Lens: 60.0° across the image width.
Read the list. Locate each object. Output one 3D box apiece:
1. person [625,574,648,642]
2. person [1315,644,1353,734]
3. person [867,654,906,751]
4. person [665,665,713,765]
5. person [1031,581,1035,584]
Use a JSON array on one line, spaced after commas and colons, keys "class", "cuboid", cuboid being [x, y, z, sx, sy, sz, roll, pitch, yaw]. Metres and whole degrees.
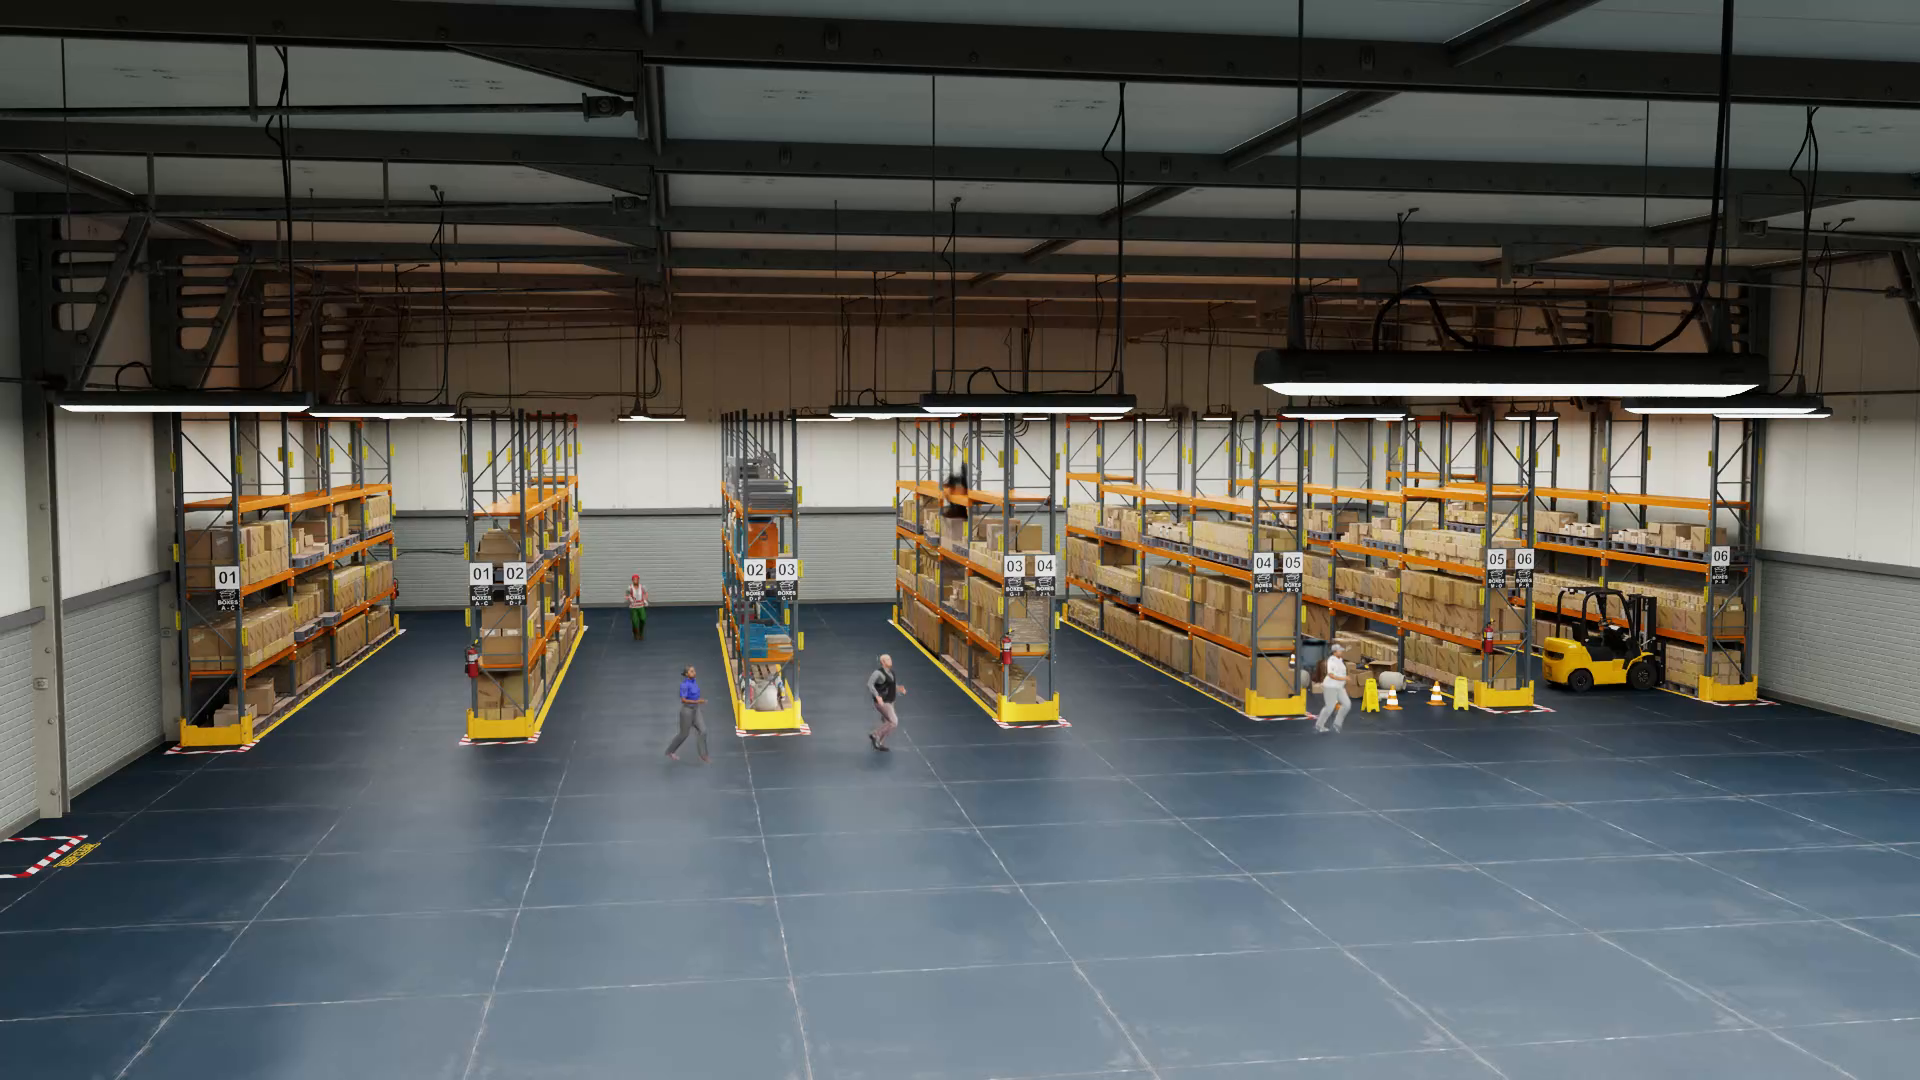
[{"class": "person", "cuboid": [-8.475, 1.792, 43.667, 0.628, 1.784, 0.692, -1, 4, -18]}, {"class": "person", "cuboid": [6.933, 2.774, 30.726, 0.710, 1.725, 0.621, 3, 5, 34]}, {"class": "person", "cuboid": [-1.253, 2.846, 29.118, 0.584, 1.687, 0.645, 2, 4, 21]}, {"class": "person", "cuboid": [-4.574, 2.949, 28.001, 0.832, 1.706, 0.582, 1, 4, 18]}, {"class": "person", "cuboid": [1.957, 1.569, 47.359, 0.726, 1.706, 0.557, 0, 4, -2]}]
